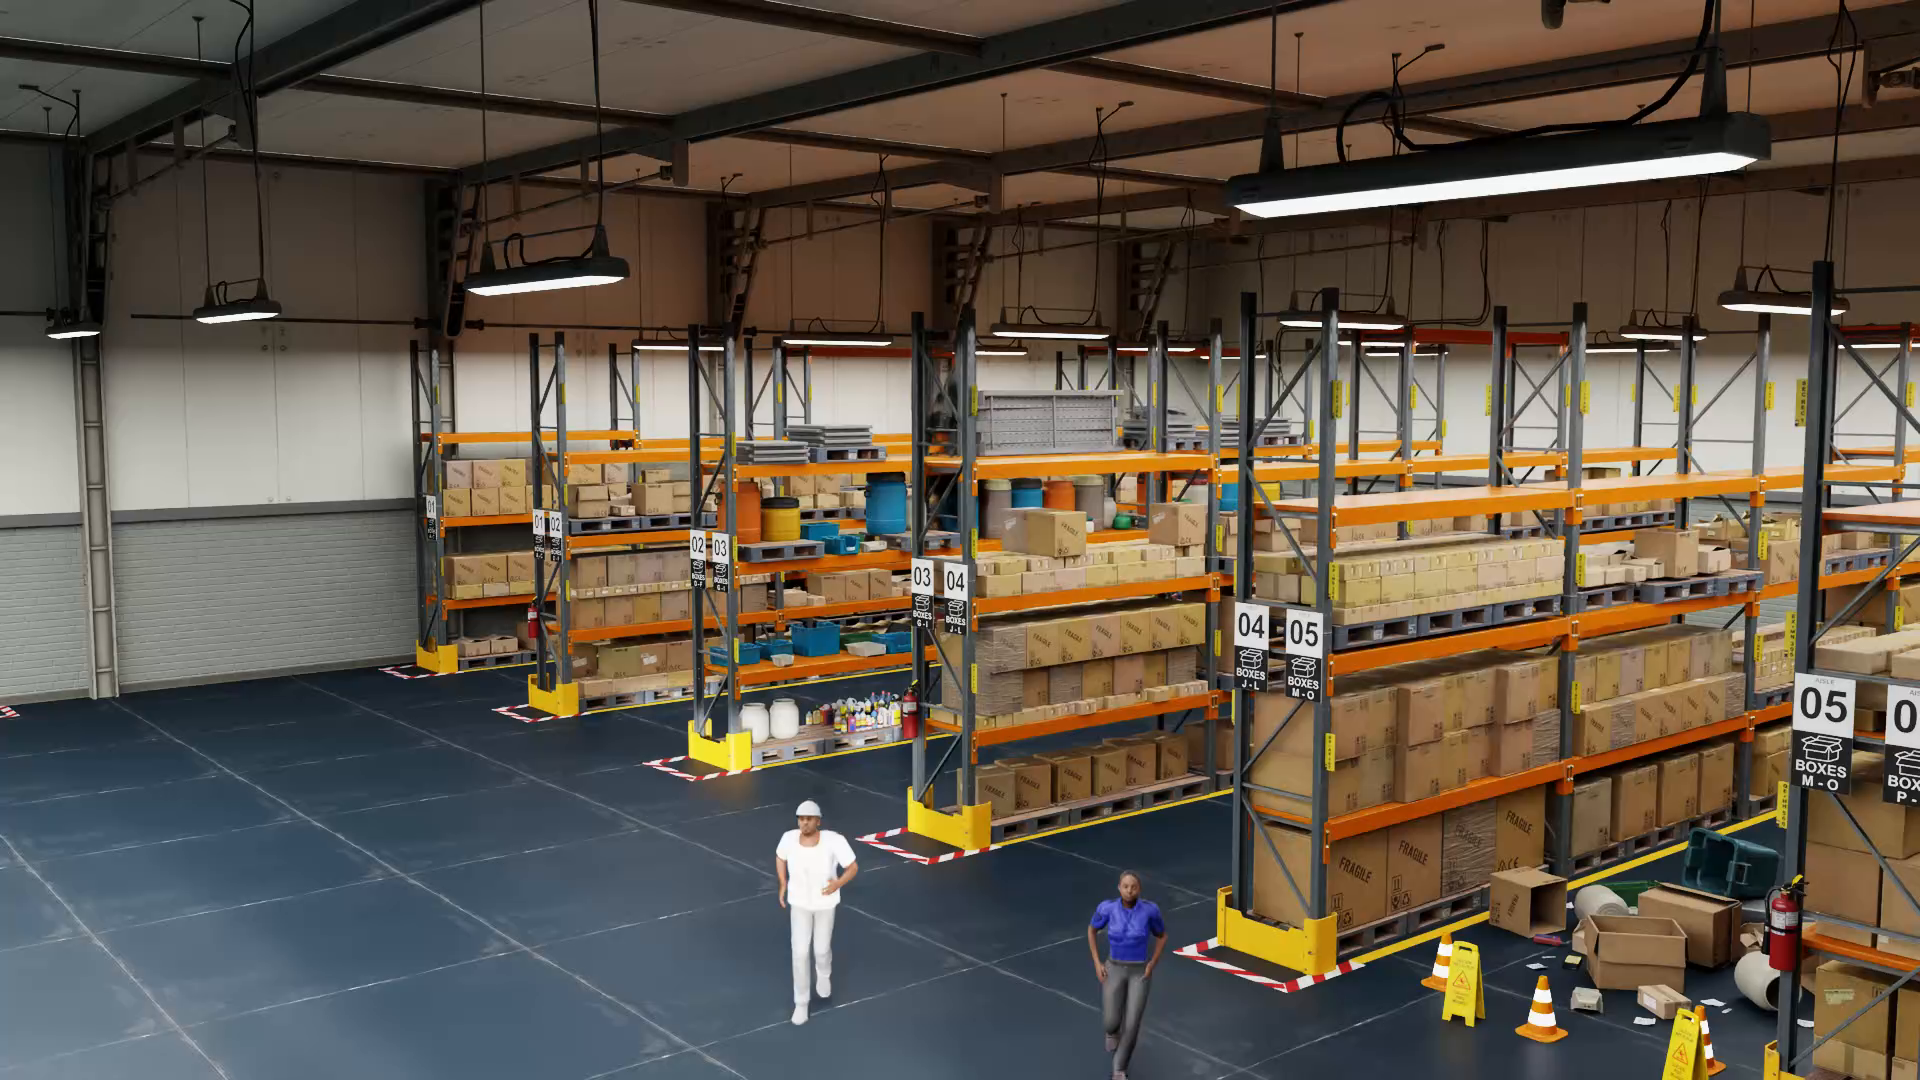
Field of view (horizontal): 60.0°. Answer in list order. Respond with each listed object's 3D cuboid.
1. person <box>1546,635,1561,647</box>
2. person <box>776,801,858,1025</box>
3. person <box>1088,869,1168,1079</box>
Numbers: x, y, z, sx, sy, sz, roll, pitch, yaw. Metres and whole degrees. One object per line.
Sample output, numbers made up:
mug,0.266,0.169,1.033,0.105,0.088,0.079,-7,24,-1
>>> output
person,8.386,2.112,23.511,0.625,1.792,0.716,4,7,39
person,-1.186,3.030,13.761,0.704,1.835,0.745,0,5,4
person,1.250,3.234,12.404,0.590,1.604,0.550,0,5,3
